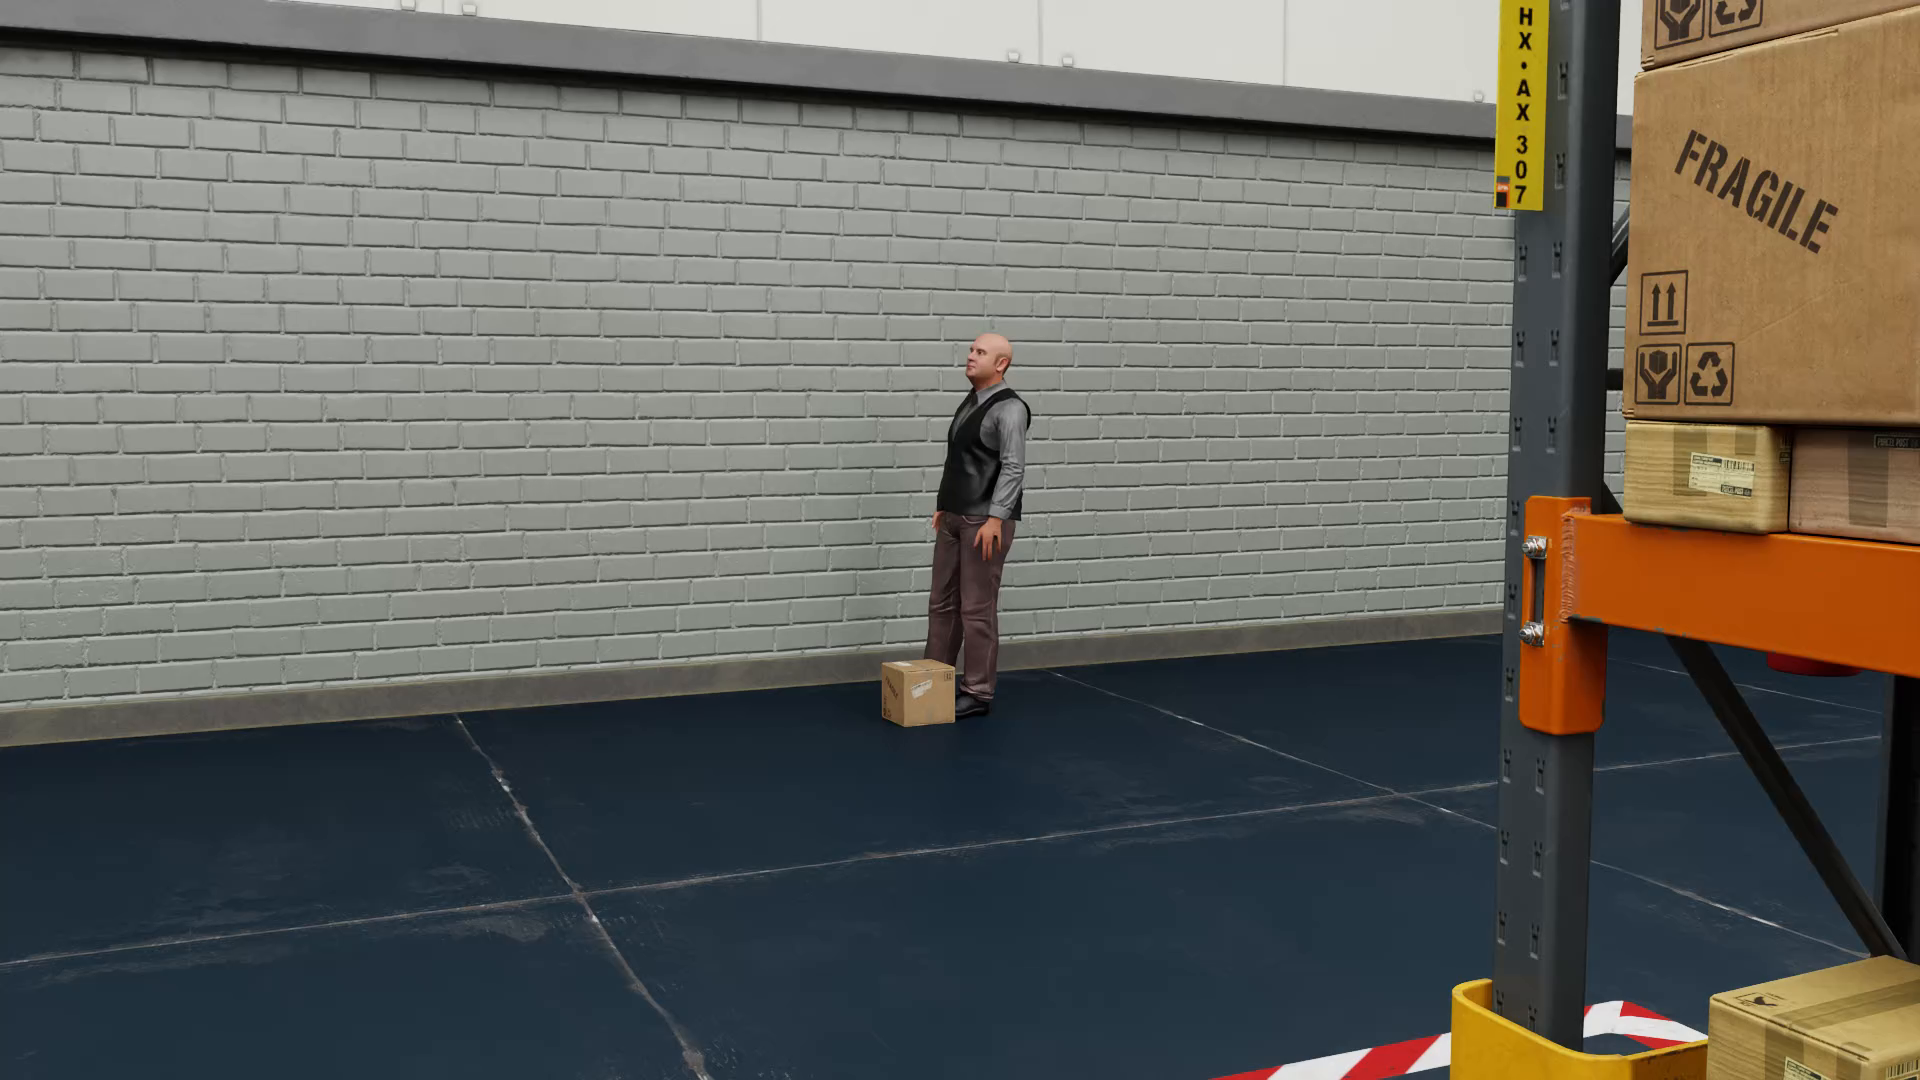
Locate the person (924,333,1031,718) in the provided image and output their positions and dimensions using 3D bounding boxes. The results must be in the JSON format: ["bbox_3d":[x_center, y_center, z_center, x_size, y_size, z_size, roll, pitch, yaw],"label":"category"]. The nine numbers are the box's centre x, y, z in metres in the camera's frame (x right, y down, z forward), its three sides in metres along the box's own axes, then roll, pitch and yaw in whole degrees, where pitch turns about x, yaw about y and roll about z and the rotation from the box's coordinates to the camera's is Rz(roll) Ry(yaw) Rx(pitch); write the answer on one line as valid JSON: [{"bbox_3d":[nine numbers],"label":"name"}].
[{"bbox_3d":[0.000,-0.066,7.507,0.550,1.722,0.633,-2,6,-24],"label":"person"}]
